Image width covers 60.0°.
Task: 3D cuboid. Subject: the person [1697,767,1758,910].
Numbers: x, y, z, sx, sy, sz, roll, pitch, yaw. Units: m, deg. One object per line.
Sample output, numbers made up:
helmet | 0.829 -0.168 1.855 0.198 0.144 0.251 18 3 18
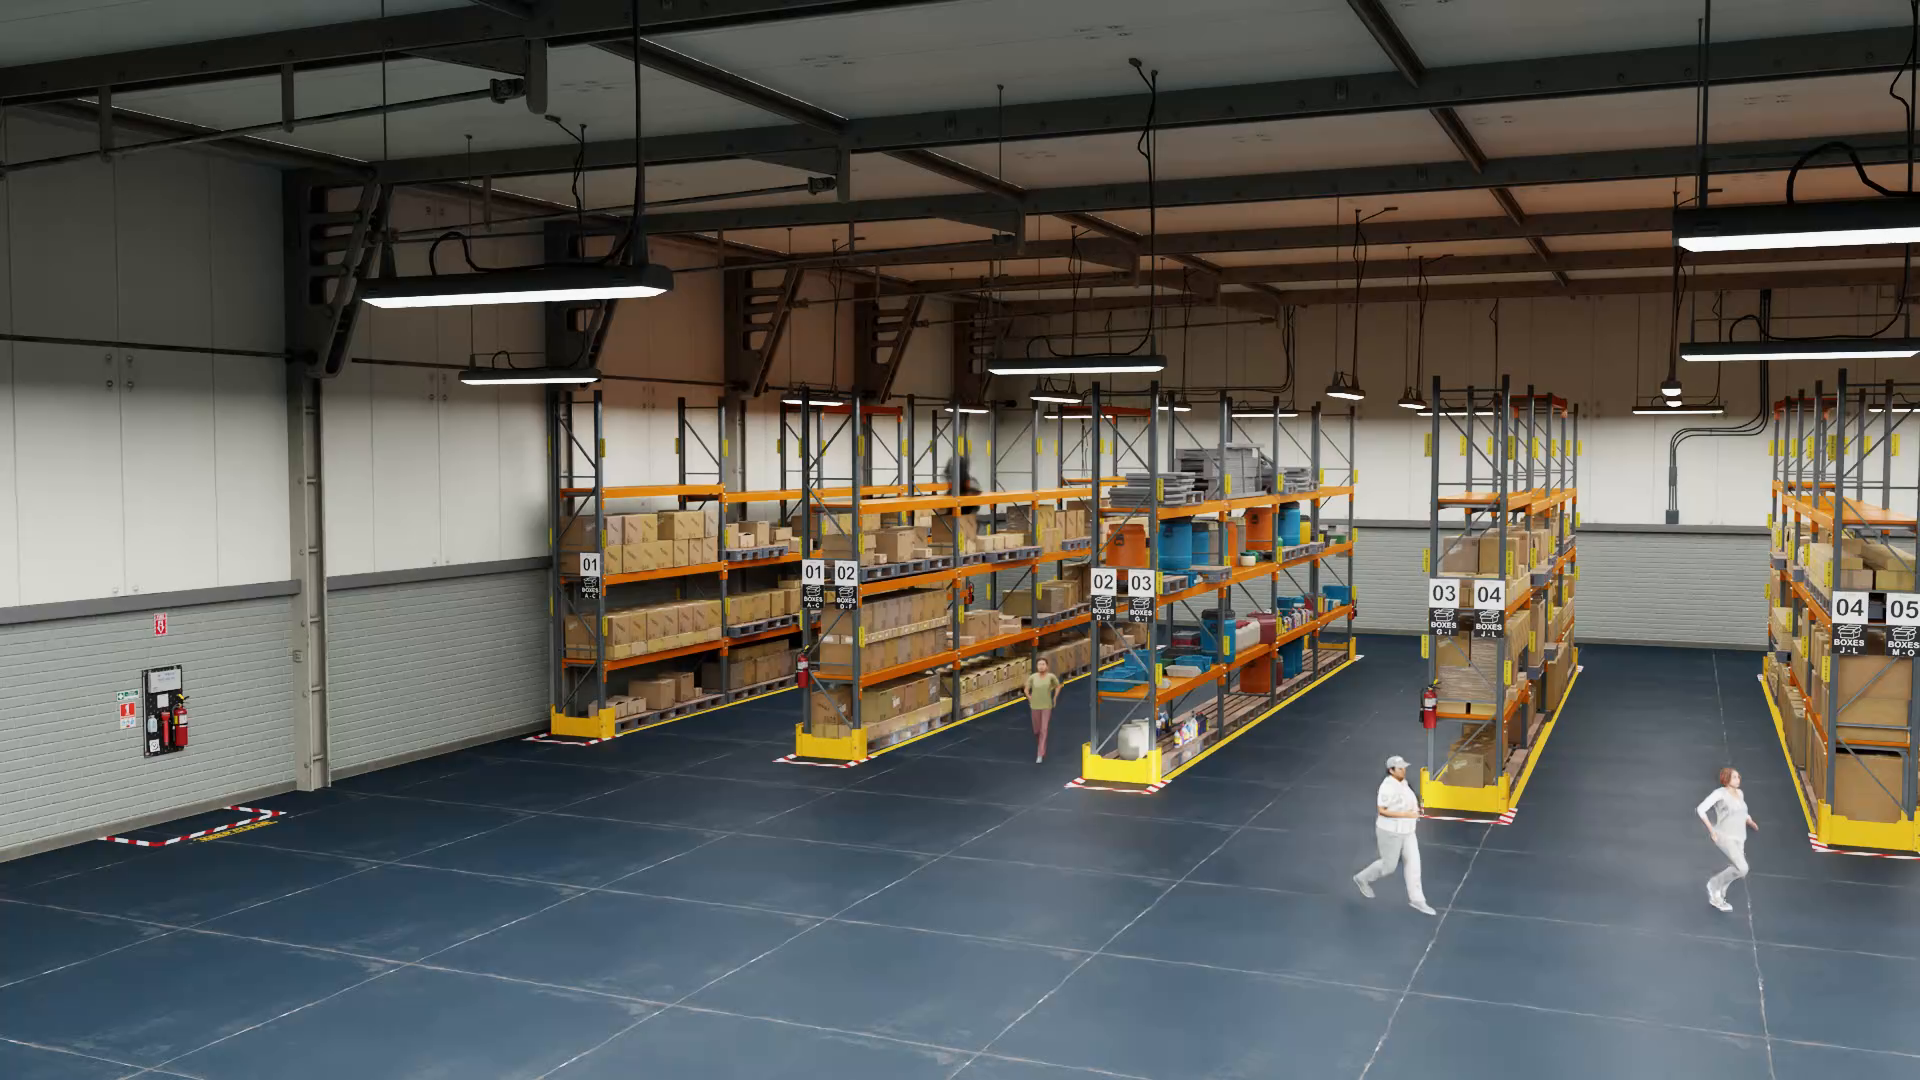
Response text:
person | 8.303 3.228 17.885 0.529 1.563 0.571 -2 4 -28

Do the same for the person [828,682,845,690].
person | -2.195 2.470 30.589 0.576 1.749 0.732 1 3 18

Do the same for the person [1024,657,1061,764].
person | 1.313 2.701 26.664 0.579 1.650 0.924 0 3 9

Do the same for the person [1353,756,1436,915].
person | 4.711 3.162 17.998 0.606 1.666 0.924 -3 4 -44
